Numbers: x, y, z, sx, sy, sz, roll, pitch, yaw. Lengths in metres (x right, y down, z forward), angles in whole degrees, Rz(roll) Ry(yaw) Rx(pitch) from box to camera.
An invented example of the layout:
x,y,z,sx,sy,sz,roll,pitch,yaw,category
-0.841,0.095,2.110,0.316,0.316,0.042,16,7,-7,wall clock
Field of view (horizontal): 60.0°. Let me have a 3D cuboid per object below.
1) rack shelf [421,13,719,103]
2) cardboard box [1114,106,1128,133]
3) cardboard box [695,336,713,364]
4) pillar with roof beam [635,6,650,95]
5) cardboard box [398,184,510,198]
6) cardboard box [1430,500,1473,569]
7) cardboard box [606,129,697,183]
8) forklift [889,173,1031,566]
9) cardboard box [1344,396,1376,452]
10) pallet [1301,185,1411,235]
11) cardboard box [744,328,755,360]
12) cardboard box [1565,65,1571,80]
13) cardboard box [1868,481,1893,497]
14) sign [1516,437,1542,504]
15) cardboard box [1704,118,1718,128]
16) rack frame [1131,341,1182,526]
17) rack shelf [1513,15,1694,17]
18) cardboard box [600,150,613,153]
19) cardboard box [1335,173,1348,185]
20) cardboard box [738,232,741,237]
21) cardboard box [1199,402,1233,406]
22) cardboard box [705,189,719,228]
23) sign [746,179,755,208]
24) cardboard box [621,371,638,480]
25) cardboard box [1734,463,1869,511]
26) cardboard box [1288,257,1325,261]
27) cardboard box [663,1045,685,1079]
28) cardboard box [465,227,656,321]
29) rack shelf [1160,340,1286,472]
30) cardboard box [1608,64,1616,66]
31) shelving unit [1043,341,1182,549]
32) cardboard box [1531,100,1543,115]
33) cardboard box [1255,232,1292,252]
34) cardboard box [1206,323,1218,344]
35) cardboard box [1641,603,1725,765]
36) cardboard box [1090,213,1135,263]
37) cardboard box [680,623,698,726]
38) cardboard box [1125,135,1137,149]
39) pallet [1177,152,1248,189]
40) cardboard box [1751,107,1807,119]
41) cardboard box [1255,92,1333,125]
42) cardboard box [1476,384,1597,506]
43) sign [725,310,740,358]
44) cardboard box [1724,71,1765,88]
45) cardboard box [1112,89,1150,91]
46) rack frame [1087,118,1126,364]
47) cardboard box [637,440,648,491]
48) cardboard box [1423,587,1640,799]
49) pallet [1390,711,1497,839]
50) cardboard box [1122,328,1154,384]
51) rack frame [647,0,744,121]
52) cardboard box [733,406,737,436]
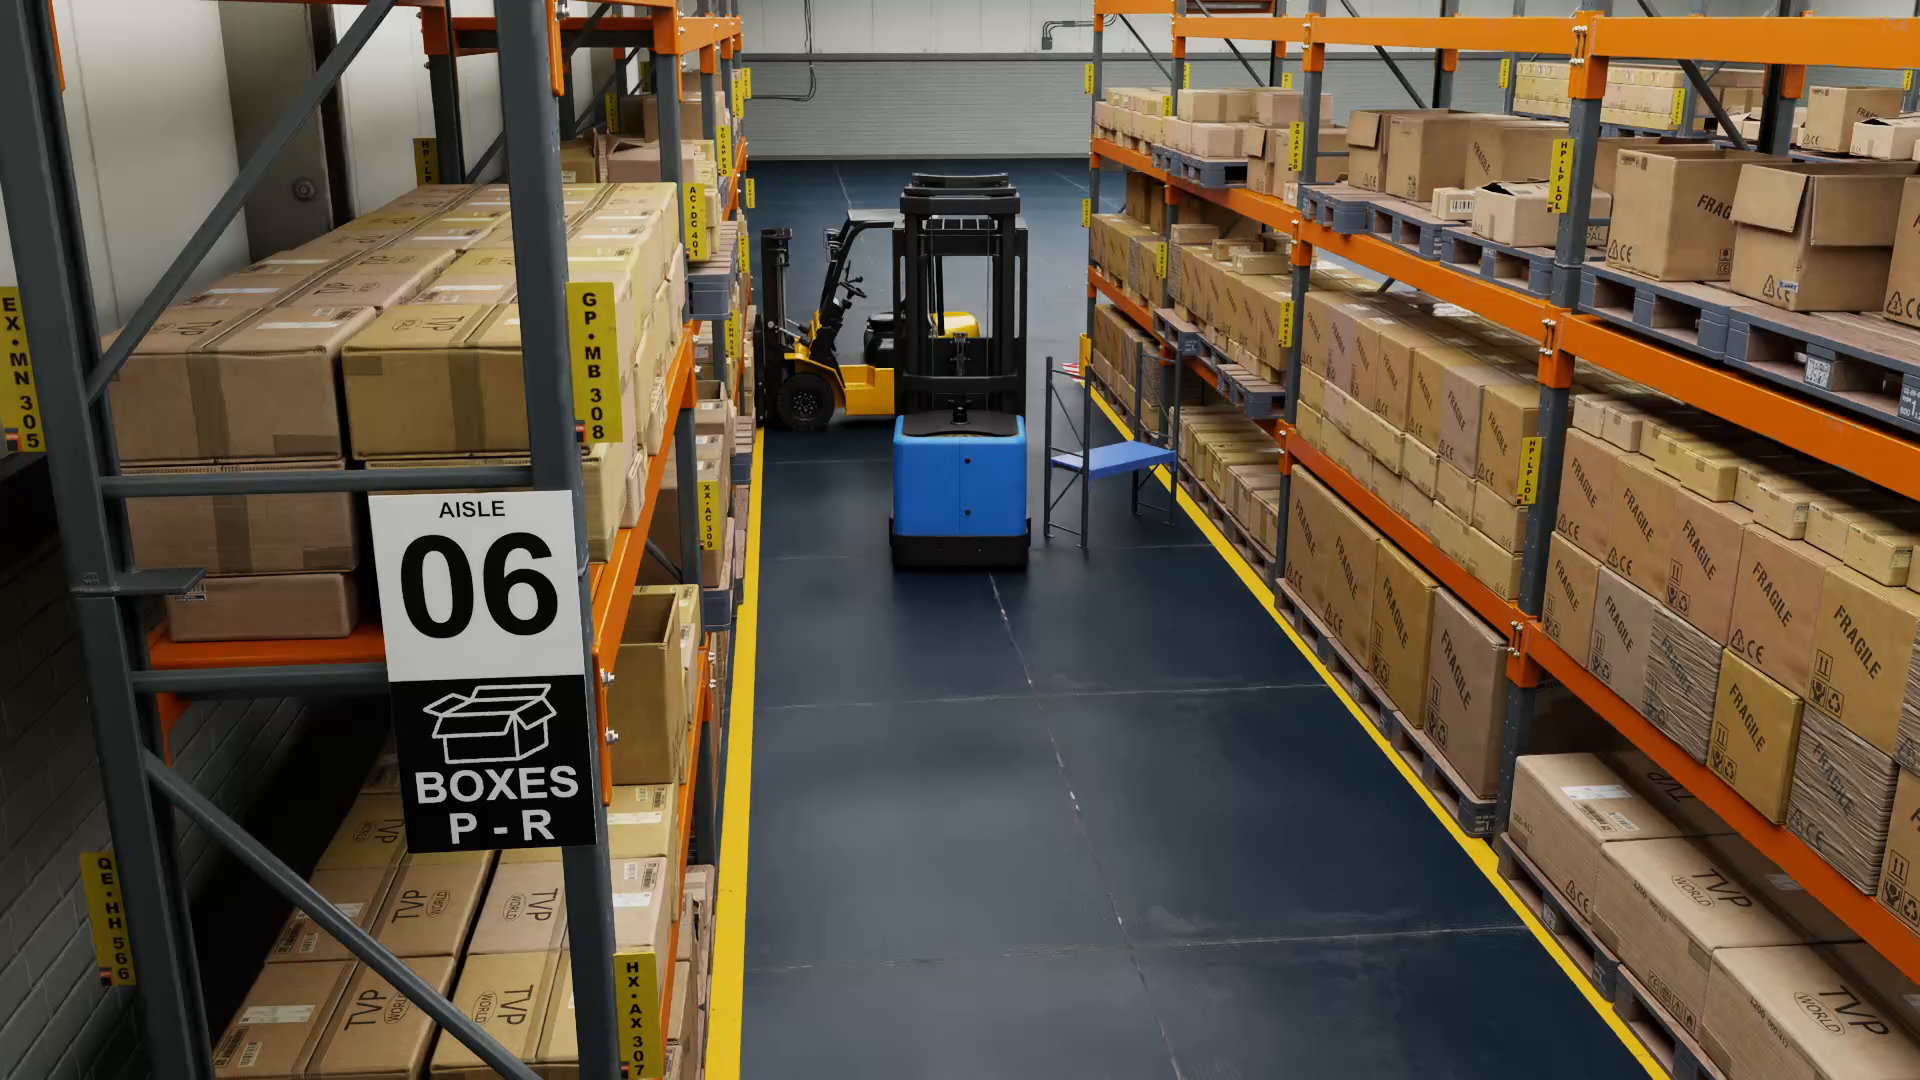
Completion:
x,y,z,sx,sy,sz,roll,pitch,yaw,category
-1.892,-2.604,8.815,1.077,0.370,4.000,-2,18,-6,rack shelf
1.920,-4.449,17.587,0.500,0.250,0.500,-1,17,-4,cardboard box
-1.838,-1.332,11.664,0.380,0.149,0.250,-1,17,-4,cardboard box
-0.085,-7.802,23.506,9.100,9.000,0.400,-2,18,-6,pillar with roof beam
-1.918,-1.263,6.604,0.500,0.250,0.500,-2,18,-6,cardboard box
2.903,-0.040,9.047,0.500,0.250,0.500,-2,18,-6,cardboard box
-1.370,-1.679,7.372,0.396,0.266,0.258,-2,18,-6,cardboard box
0.001,-1.586,13.835,1.130,2.935,3.031,0,17,0,forklift
2.736,-0.731,10.414,0.500,0.250,0.500,-2,18,-6,cardboard box
2.958,-2.176,10.909,1.213,0.211,1.003,-1,17,-3,pallet
-2.401,-2.039,17.386,0.500,0.250,0.500,-2,18,-7,cardboard box
6.774,-5.044,17.948,0.380,0.149,0.250,-2,18,-6,cardboard box
3.668,-0.203,6.398,0.380,0.149,0.250,-2,18,-7,cardboard box
2.712,-0.329,7.916,0.100,0.325,0.005,-2,18,-6,sign
7.611,-4.156,16.450,0.380,0.149,0.250,-2,18,-5,cardboard box
1.654,-0.894,14.022,0.032,1.500,0.500,-14,22,-37,rack frame
7.133,-5.324,17.482,1.077,0.370,4.000,-2,18,-6,rack shelf
-2.236,-2.216,9.809,0.380,0.149,0.250,-1,17,-4,cardboard box
2.949,-2.568,12.065,0.396,0.266,0.258,-2,18,-6,cardboard box
-2.325,-2.897,16.150,0.380,0.149,0.250,-1,17,-4,cardboard box
2.634,-1.290,16.668,0.500,0.250,0.500,-3,18,-8,cardboard box
-1.280,-1.483,7.441,0.380,0.149,0.250,-1,17,-4,cardboard box
-2.382,-3.933,18.867,0.100,0.325,0.005,-2,18,-6,sign
-1.120,-0.281,4.309,0.500,0.250,0.500,-1,17,-5,cardboard box
3.207,-0.187,6.346,0.380,0.149,0.250,-2,18,-6,cardboard box
2.801,-2.175,14.233,0.500,0.500,0.500,-1,17,-4,cardboard box
-1.292,2.064,5.569,0.700,0.500,0.500,-1,17,-3,cardboard box
-1.231,-0.821,5.194,0.500,0.250,0.500,-1,17,-4,cardboard box
2.632,-1.278,13.942,1.077,0.370,4.000,-2,18,-6,rack shelf
7.378,-5.214,18.490,0.380,0.149,0.250,-1,17,-5,cardboard box
1.258,-0.799,13.718,1.048,1.500,0.538,-14,22,-37,shelving unit
6.695,-4.889,18.785,0.380,0.149,0.250,-2,18,-5,cardboard box
2.782,-2.581,14.444,0.380,0.149,0.250,-2,18,-7,cardboard box
2.275,-1.734,13.912,0.380,0.149,0.250,-1,17,-4,cardboard box
3.132,0.565,6.704,0.500,0.500,0.500,-2,18,-5,cardboard box
1.786,-3.449,18.992,0.500,0.500,0.500,-2,18,-6,cardboard box
-1.324,0.543,6.693,0.500,0.250,0.500,-2,18,-5,cardboard box
1.929,-4.149,17.298,0.380,0.149,0.250,-2,18,-7,cardboard box
2.494,-3.063,13.731,1.213,0.211,1.003,-2,18,-6,pallet
7.571,-3.803,15.156,0.500,0.250,0.500,-2,17,-5,cardboard box
2.740,-3.544,13.664,0.500,0.250,0.500,-1,17,-5,cardboard box
2.955,-0.484,8.375,0.500,0.500,0.500,-1,17,-4,cardboard box
-1.560,-1.405,11.345,0.100,0.325,0.005,-2,18,-6,sign
7.640,-4.459,16.085,0.380,0.149,0.250,-2,18,-5,cardboard box
1.889,-4.914,18.402,0.380,0.149,0.250,-2,18,-6,cardboard box
2.013,-3.409,19.528,1.000,3.000,0.127,-2,18,-6,rack frame
-1.095,-0.211,4.752,0.380,0.149,0.250,-2,18,-6,cardboard box
3.107,0.797,8.976,0.875,0.875,0.875,-1,17,-4,cardboard box
3.096,1.269,9.283,1.003,0.211,1.213,-2,18,-6,pallet
1.990,-1.935,17.470,0.500,0.500,0.500,-1,17,-3,cardboard box
-2.924,-6.117,18.138,1.000,3.000,0.127,-2,18,-6,rack frame
-1.649,-0.768,10.833,0.380,0.149,0.250,-1,17,-5,cardboard box
